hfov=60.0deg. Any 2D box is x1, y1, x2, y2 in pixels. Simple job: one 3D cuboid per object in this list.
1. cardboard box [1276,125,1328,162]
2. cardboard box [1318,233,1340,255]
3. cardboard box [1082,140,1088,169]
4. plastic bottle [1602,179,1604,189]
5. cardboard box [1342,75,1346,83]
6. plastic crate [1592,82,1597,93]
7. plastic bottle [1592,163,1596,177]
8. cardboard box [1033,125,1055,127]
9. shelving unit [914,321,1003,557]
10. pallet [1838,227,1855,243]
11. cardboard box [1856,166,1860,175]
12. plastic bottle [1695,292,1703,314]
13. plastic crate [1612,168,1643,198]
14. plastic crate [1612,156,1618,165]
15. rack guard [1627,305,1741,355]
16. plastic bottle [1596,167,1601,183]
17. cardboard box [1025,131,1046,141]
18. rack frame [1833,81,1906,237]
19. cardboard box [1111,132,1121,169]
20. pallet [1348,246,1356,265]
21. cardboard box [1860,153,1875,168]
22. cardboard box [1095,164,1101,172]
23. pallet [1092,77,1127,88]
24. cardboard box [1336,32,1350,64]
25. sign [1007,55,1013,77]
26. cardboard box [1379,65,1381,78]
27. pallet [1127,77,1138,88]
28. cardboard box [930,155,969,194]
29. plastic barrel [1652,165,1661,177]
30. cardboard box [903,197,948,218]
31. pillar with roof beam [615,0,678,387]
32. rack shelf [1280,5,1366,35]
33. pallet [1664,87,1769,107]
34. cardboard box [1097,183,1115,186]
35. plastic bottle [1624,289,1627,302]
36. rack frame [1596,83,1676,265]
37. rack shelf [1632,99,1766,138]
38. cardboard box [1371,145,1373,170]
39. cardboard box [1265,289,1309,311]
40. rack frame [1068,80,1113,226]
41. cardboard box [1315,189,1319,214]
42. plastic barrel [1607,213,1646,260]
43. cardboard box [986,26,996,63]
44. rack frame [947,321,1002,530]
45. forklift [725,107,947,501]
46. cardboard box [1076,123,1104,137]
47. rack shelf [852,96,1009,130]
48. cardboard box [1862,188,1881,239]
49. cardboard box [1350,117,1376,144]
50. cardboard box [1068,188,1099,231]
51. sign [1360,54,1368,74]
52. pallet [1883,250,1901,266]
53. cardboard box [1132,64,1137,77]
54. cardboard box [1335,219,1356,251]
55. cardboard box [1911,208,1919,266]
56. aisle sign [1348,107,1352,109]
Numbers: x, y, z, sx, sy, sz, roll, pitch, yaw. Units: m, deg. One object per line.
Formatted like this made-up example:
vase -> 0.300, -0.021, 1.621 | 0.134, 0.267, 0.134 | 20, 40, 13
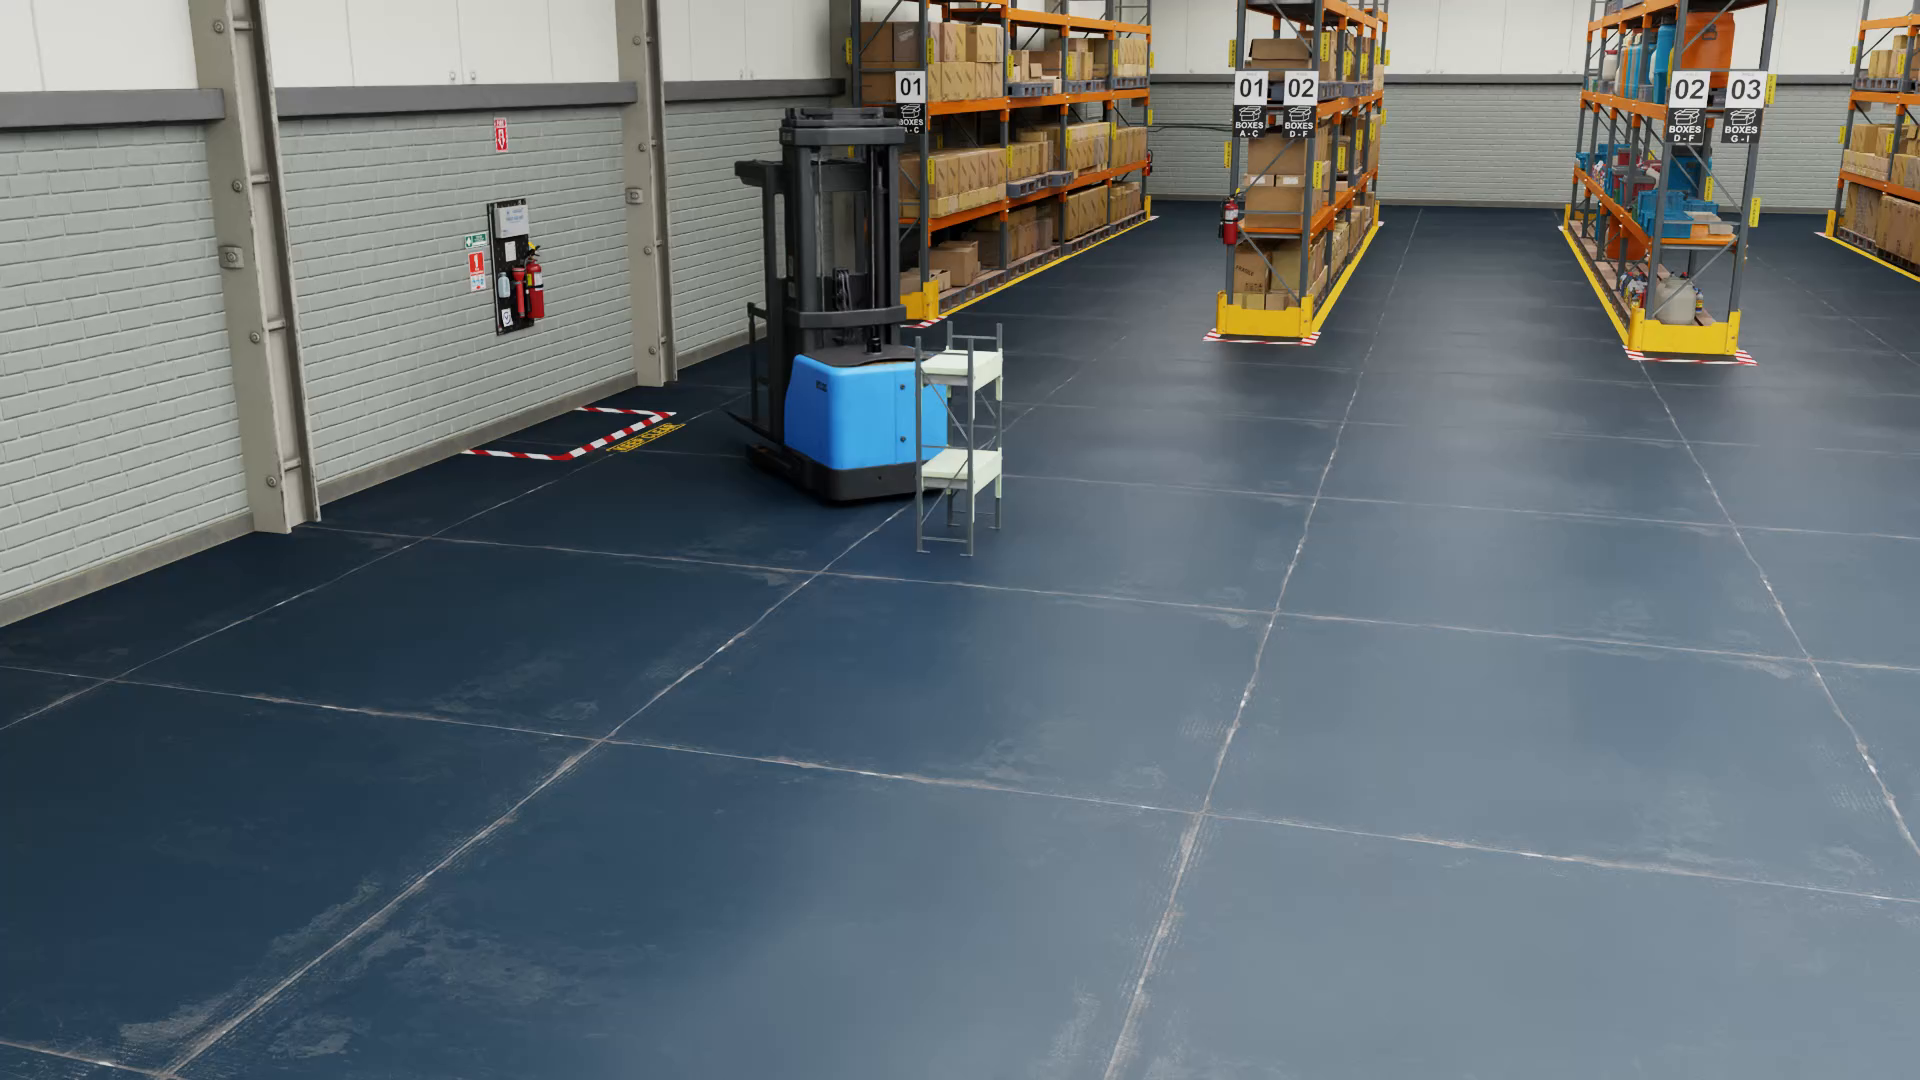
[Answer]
cardboard box -> 4.863, -5.661, 23.729 | 0.700, 0.500, 0.500 | 5, 17, 16
cardboard box -> 5.632, -4.609, 25.823 | 0.500, 0.311, 0.500 | 4, 16, 14
cardboard box -> 2.052, -7.109, 30.630 | 0.500, 0.500, 0.500 | 5, 16, 16
plastic bottle -> 10.717, -5.924, 27.583 | 0.097, 0.201, 0.097 | 0, 16, 0
cardboard box -> 5.913, -7.463, 26.651 | 0.500, 0.250, 0.500 | 5, 17, 17
plastic crate -> 11.835, -8.288, 30.445 | 0.450, 0.188, 0.662 | 5, 16, 16
plastic bottle -> 11.453, -6.659, 30.023 | 0.061, 0.283, 0.133 | 5, 16, 16
cardboard box -> 1.549, -7.504, 30.650 | 0.500, 0.250, 0.500 | 4, 16, 14
shelving unit -> -0.002, -0.720, 11.619 | 0.431, 1.500, 0.755 | 5, 16, 16
pallet -> 17.737, -5.918, 32.309 | 1.003, 0.211, 1.213 | 5, 16, 16
cardboard box -> 17.109, -6.951, 31.298 | 0.380, 0.149, 0.250 | 4, 16, 15
plastic bottle -> 9.408, -3.023, 21.183 | 0.097, 0.271, 0.097 | 0, 16, 0
plastic crate -> 10.115, -5.398, 25.247 | 0.402, 0.464, 0.583 | 5, 16, 16
plastic crate -> 12.615, -7.170, 31.718 | 0.437, 0.282, 0.530 | 5, 16, 16
rack guard -> 8.570, -2.494, 19.707 | 1.175, 0.500, 0.348 | 5, 16, 16
plastic bottle -> 11.178, -6.359, 28.978 | 0.152, 0.276, 0.135 | 5, 16, 16
cardboard box -> 1.300, -7.014, 28.882 | 0.380, 0.149, 0.250 | 2, 16, 9
rack frame -> 17.890, -7.475, 32.687 | 1.000, 3.000, 0.127 | 5, 16, 16
cardboard box -> 2.675, -7.866, 33.515 | 0.980, 0.700, 0.700 | 5, 17, 17
pallet -> 6.368, -5.002, 29.079 | 1.003, 0.211, 1.213 | 5, 16, 16
cardboard box -> 17.064, -7.037, 30.872 | 0.500, 0.250, 0.500 | 4, 16, 15
cardboard box -> 2.496, -7.154, 31.977 | 0.380, 0.149, 0.250 | 5, 16, 16
pallet -> 2.748, -9.195, 33.415 | 1.003, 0.211, 1.213 | 5, 16, 16
cardboard box -> 6.249, -8.237, 27.861 | 0.500, 0.500, 0.500 | 5, 16, 16
sign -> 0.755, -7.140, 25.060 | 0.100, 0.325, 0.005 | 5, 16, 16
cardboard box -> 8.204, -9.440, 33.477 | 0.500, 0.250, 0.500 | 5, 16, 16
pallet -> 3.097, -9.513, 34.537 | 1.003, 0.211, 1.213 | 5, 16, 16
cardboard box -> -0.178, -5.105, 23.193 | 0.500, 0.500, 0.500 | 4, 16, 14
plastic barrel -> 10.544, -5.324, 24.852 | 0.433, 0.535, 0.433 | 0, 16, 0
cardboard box -> -0.461, -4.482, 22.373 | 0.500, 0.250, 0.500 | 4, 16, 14
pillar with roof beam -> 0.887, -5.674, 15.344 | 9.100, 9.000, 0.400 | 5, 16, 16
rack shelf -> 5.551, -7.976, 25.509 | 1.077, 0.370, 4.000 | 5, 16, 16
pallet -> 8.923, -5.234, 19.636 | 1.003, 0.211, 1.213 | 5, 16, 16
cardboard box -> 3.097, -7.532, 35.509 | 0.380, 0.149, 0.250 | 5, 17, 17
plastic bottle -> 8.947, -3.285, 22.235 | 0.097, 0.201, 0.097 | 0, 16, 0
rack frame -> 10.867, -5.766, 26.662 | 1.000, 3.000, 0.127 | 5, 16, 16
rack shelf -> 9.162, -5.294, 20.817 | 1.077, 0.370, 4.000 | 5, 16, 16
cardboard box -> 7.805, -7.492, 32.565 | 0.500, 0.500, 0.500 | 5, 17, 17
cardboard box -> 4.212, -3.061, 21.393 | 0.500, 0.250, 0.500 | 5, 16, 16
rack frame -> 2.506, -7.581, 33.060 | 1.000, 3.000, 0.127 | 5, 16, 16
cardboard box -> 4.573, -4.767, 22.956 | 0.700, 0.500, 0.500 | 5, 17, 17
plastic barrel -> 10.990, -5.054, 27.357 | 0.600, 0.830, 0.708 | 5, 16, 16
cardboard box -> 0.203, -7.173, 24.072 | 0.500, 0.500, 0.500 | 6, 17, 19
rack frame -> 0.102, -0.816, 11.956 | 0.400, 1.500, 0.023 | 5, 16, 16
forklift -> -1.166, -2.061, 13.725 | 1.130, 2.935, 3.031 | -8, 18, -26
cardboard box -> 2.464, -7.868, 31.931 | 0.500, 0.250, 0.500 | 5, 17, 17
rack shelf -> -0.336, -6.062, 23.525 | 1.077, 0.370, 4.000 | 5, 16, 16
cardboard box -> 17.273, -6.011, 30.647 | 0.875, 0.875, 0.875 | 5, 16, 16
cardboard box -> 7.953, -8.098, 32.867 | 0.500, 0.500, 0.500 | 4, 16, 14
cardboard box -> 2.196, -6.336, 31.841 | 0.750, 0.750, 0.750 | 5, 17, 18
sign -> 6.649, -7.836, 27.370 | 0.100, 0.325, 0.005 | 5, 16, 16
pallet -> 16.606, -4.880, 28.646 | 1.003, 0.211, 1.213 | 5, 16, 16
cardboard box -> 3.399, -9.764, 34.580 | 0.500, 0.250, 0.500 | 4, 16, 14
cardboard box -> 6.523, -5.257, 28.643 | 0.500, 0.500, 0.500 | 5, 17, 18
cardboard box -> 15.832, -4.741, 26.172 | 1.225, 0.875, 0.875 | 4, 16, 13
aisle sign -> 8.131, -9.536, 35.187 | 0.394, 0.787, 0.004 | 5, 16, 16
